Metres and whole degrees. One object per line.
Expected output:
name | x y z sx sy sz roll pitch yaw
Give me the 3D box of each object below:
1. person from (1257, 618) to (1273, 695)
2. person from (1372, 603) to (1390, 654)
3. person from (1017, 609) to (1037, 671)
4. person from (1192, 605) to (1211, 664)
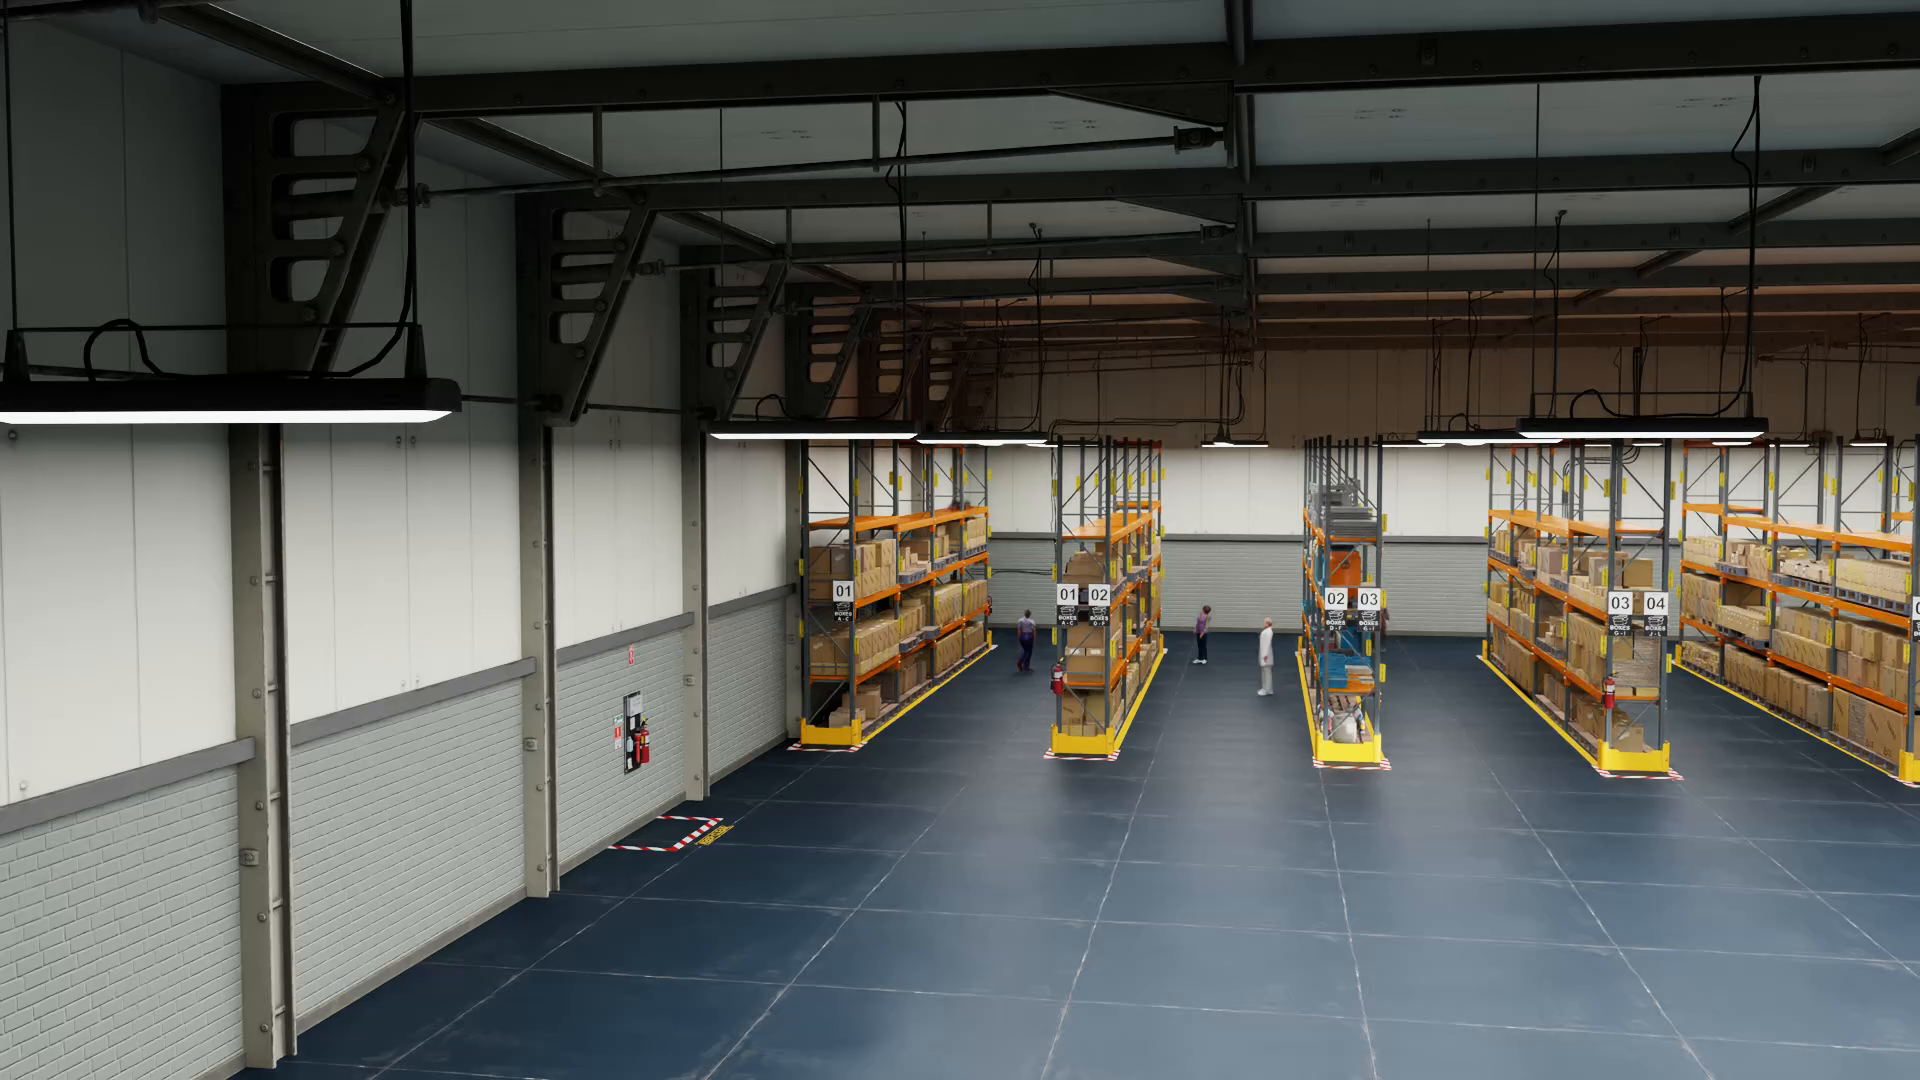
person | 7.161 2.771 39.064 0.462 1.688 0.588 0 3 -7
person | 11.780 2.306 46.975 0.712 1.792 0.449 0 3 3
person | 1.762 2.585 42.936 0.472 1.617 0.500 -2 4 -37
person | 6.452 2.527 44.622 0.397 1.587 0.556 -2 4 -31
